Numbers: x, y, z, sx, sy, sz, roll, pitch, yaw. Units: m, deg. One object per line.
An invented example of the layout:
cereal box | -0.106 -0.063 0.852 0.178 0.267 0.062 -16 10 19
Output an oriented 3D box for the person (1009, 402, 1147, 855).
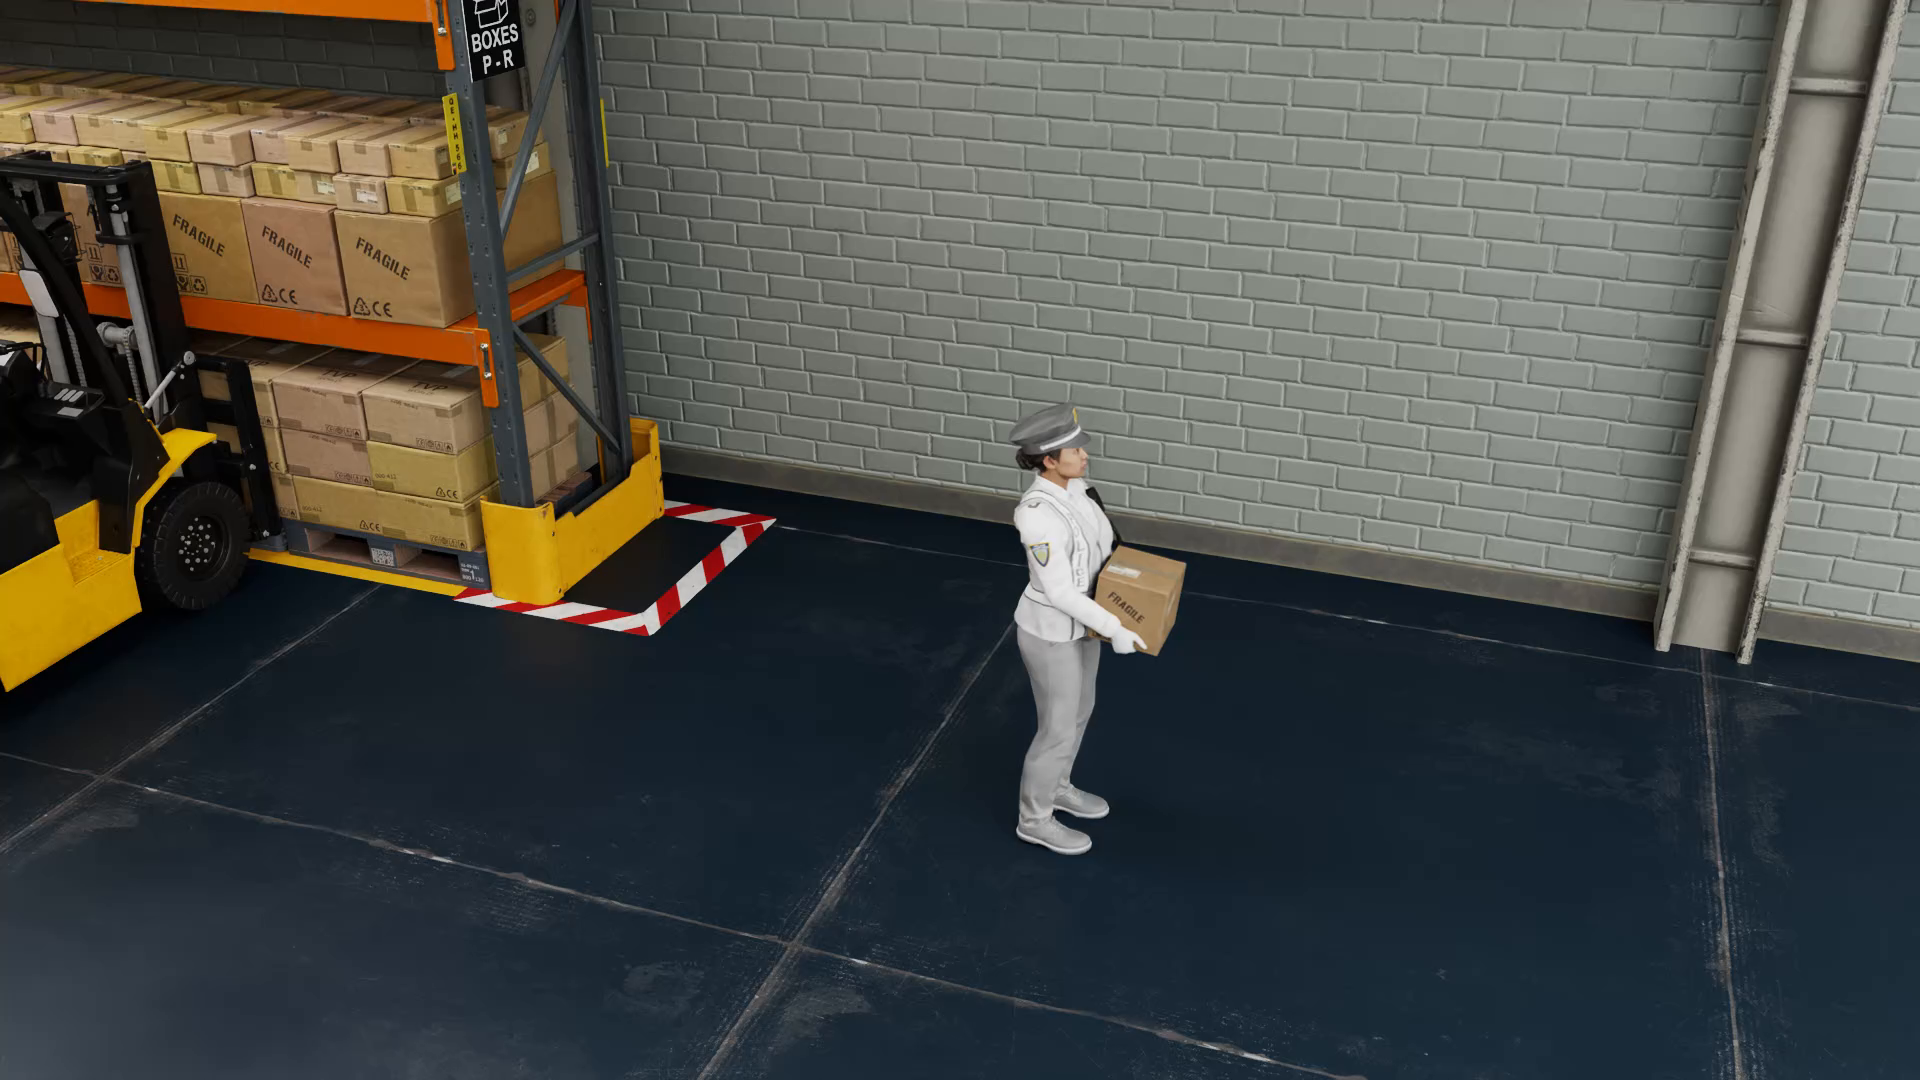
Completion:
person | 0.429 0.326 5.915 0.551 1.686 0.459 9 27 19
